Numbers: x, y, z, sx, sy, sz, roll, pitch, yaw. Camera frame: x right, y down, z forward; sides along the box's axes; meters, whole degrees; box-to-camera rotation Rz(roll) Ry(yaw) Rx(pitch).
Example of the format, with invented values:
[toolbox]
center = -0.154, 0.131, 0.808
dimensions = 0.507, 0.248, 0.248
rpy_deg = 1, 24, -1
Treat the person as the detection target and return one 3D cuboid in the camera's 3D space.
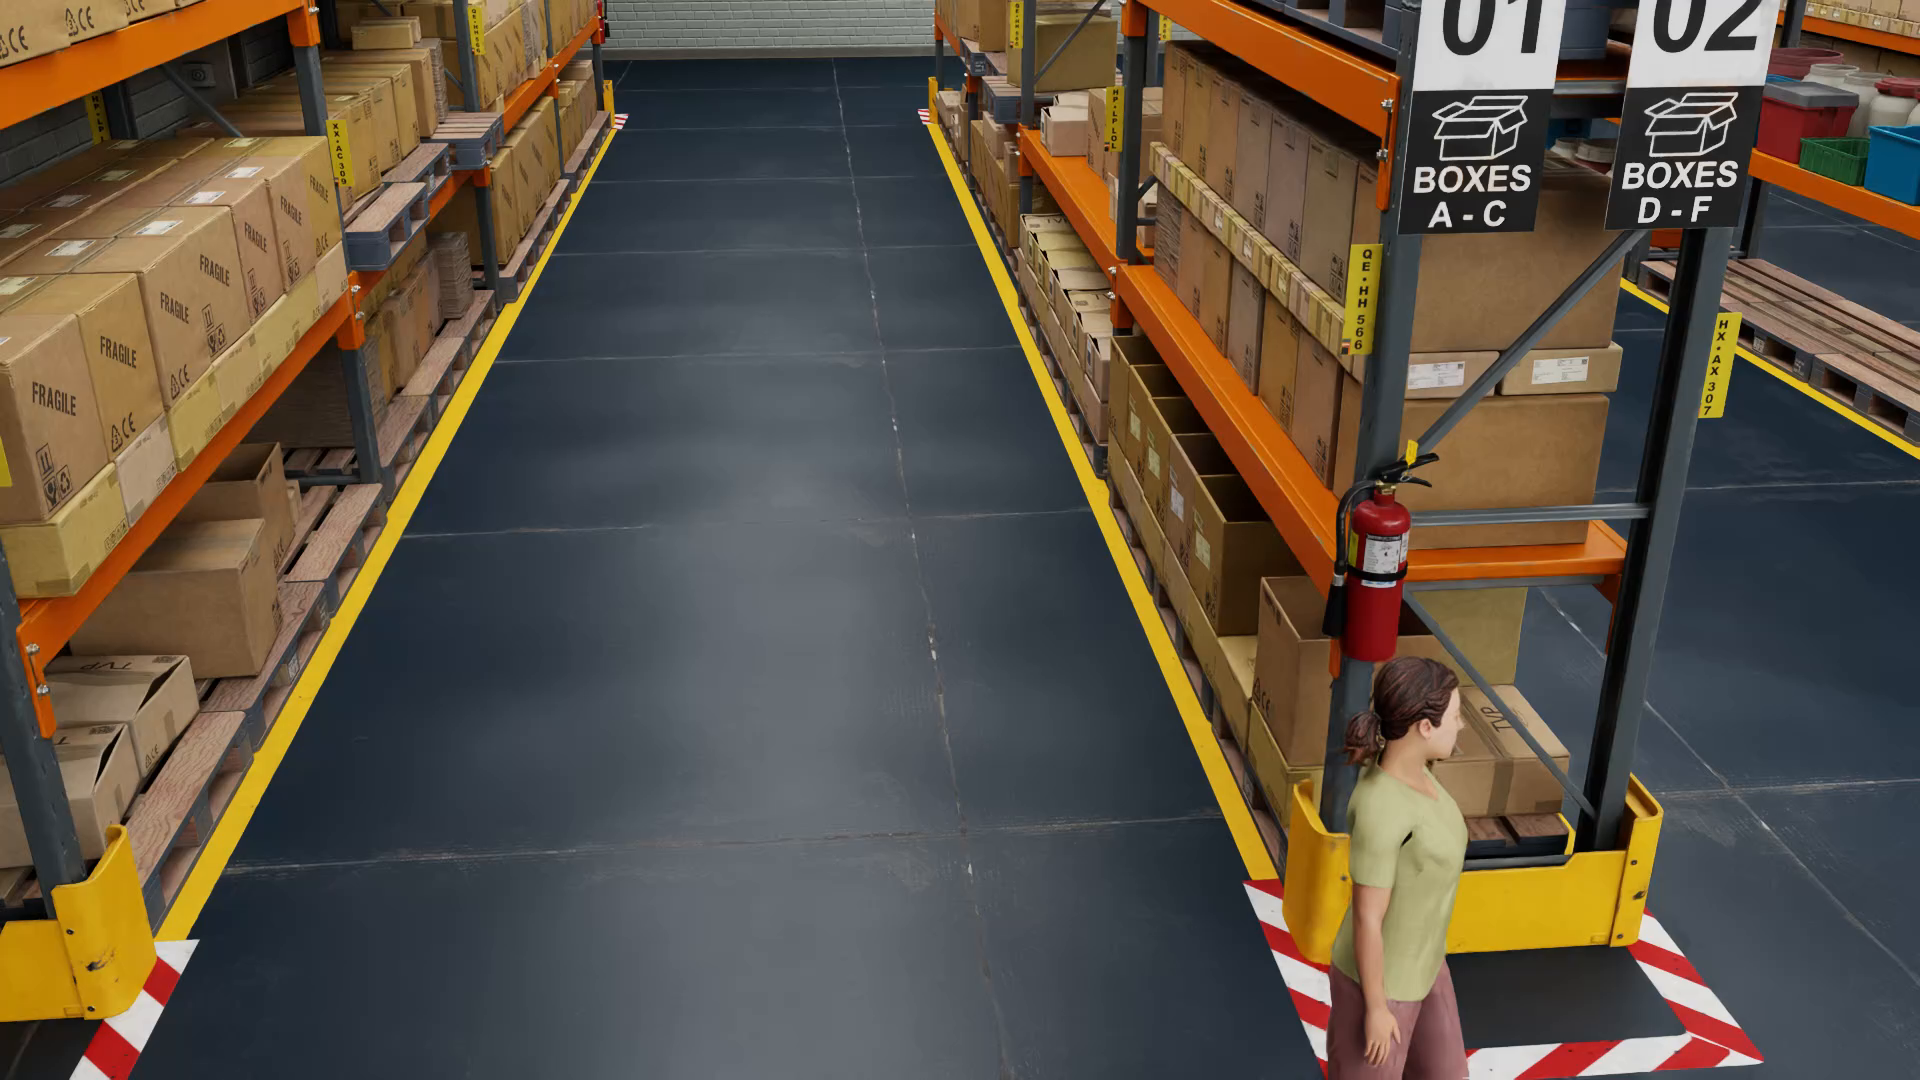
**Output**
[person]
center = 1.036, 1.064, 4.180
dimensions = 0.839, 1.630, 0.502
rpy_deg = 12, 26, 25
